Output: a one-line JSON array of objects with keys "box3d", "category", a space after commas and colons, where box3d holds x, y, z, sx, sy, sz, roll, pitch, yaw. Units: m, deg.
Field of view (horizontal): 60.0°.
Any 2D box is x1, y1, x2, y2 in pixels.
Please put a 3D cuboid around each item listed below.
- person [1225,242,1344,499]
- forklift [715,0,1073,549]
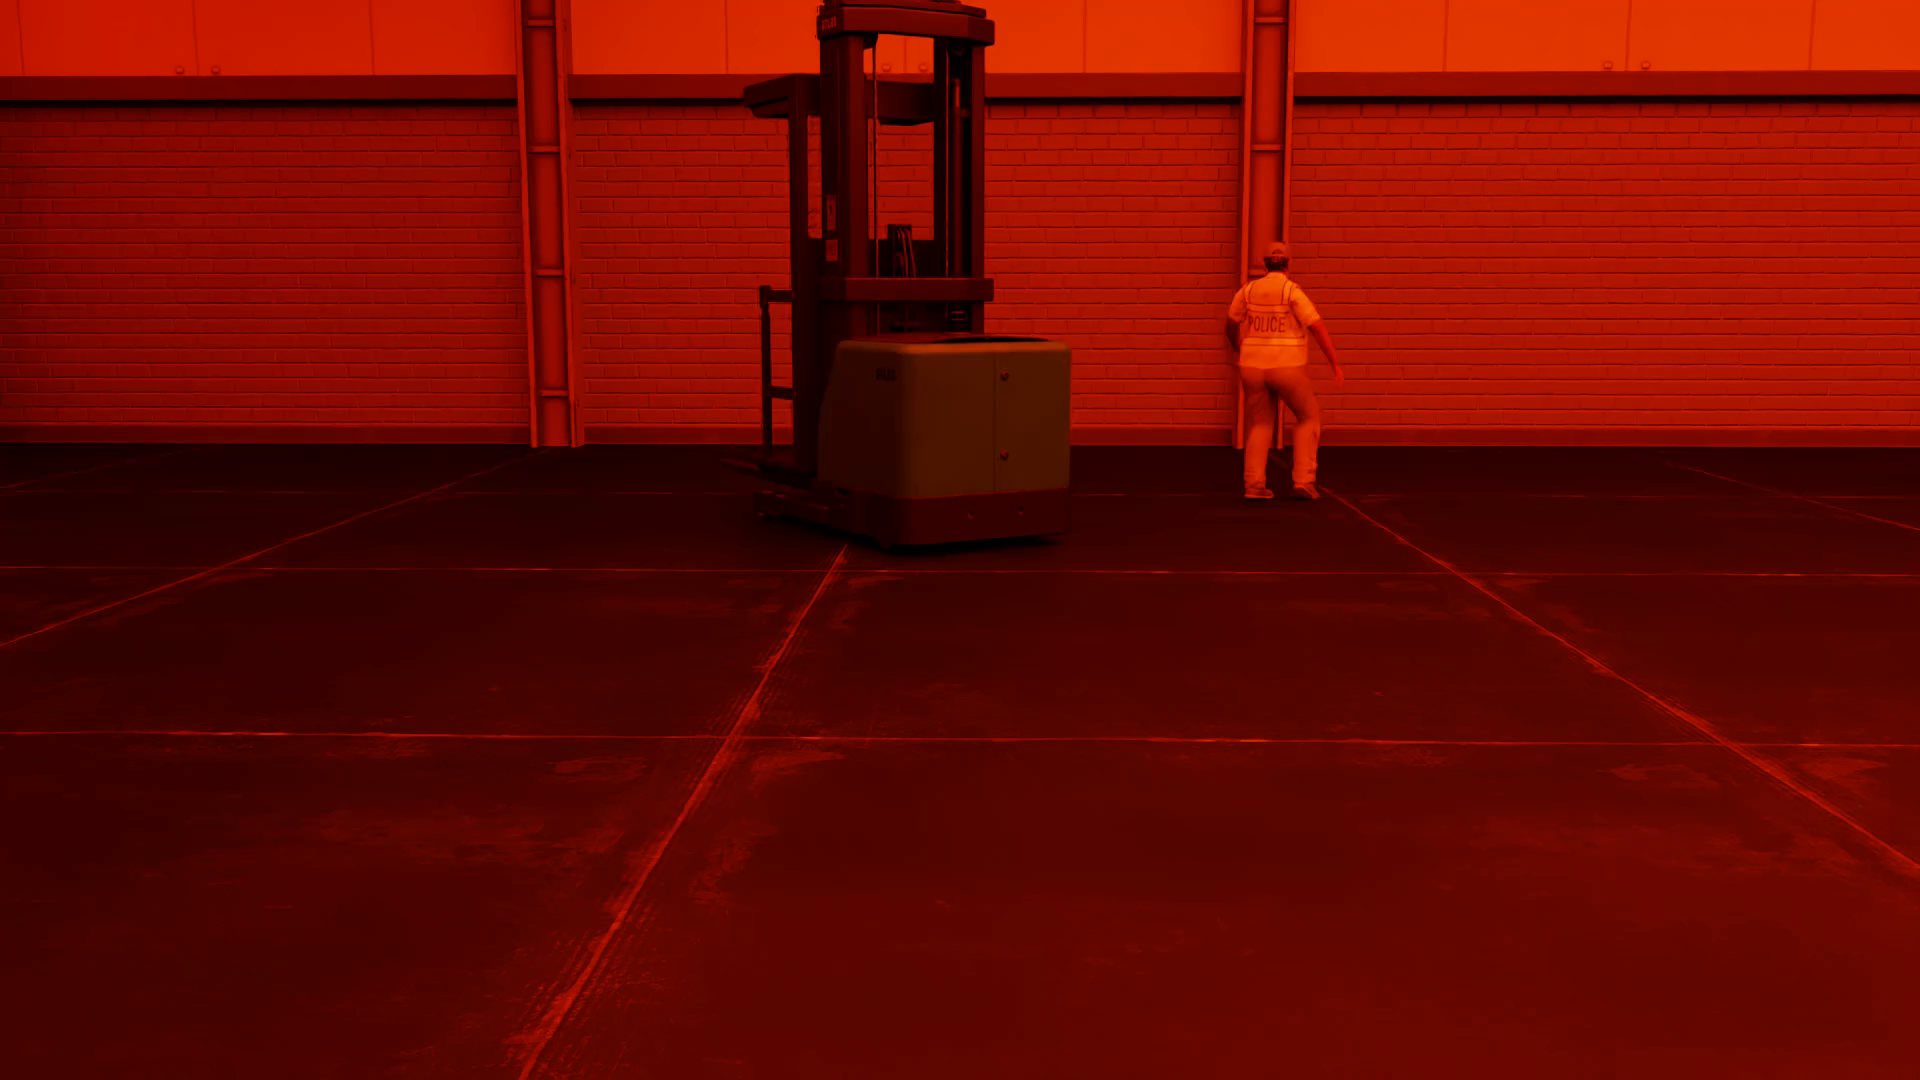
[{"box3d": [2.045, -1.049, 10.650, 0.880, 1.693, 0.517, 7, 11, 39], "category": "person"}, {"box3d": [-0.572, -1.583, 9.661, 1.130, 2.935, 3.031, -5, 10, -30], "category": "forklift"}]
